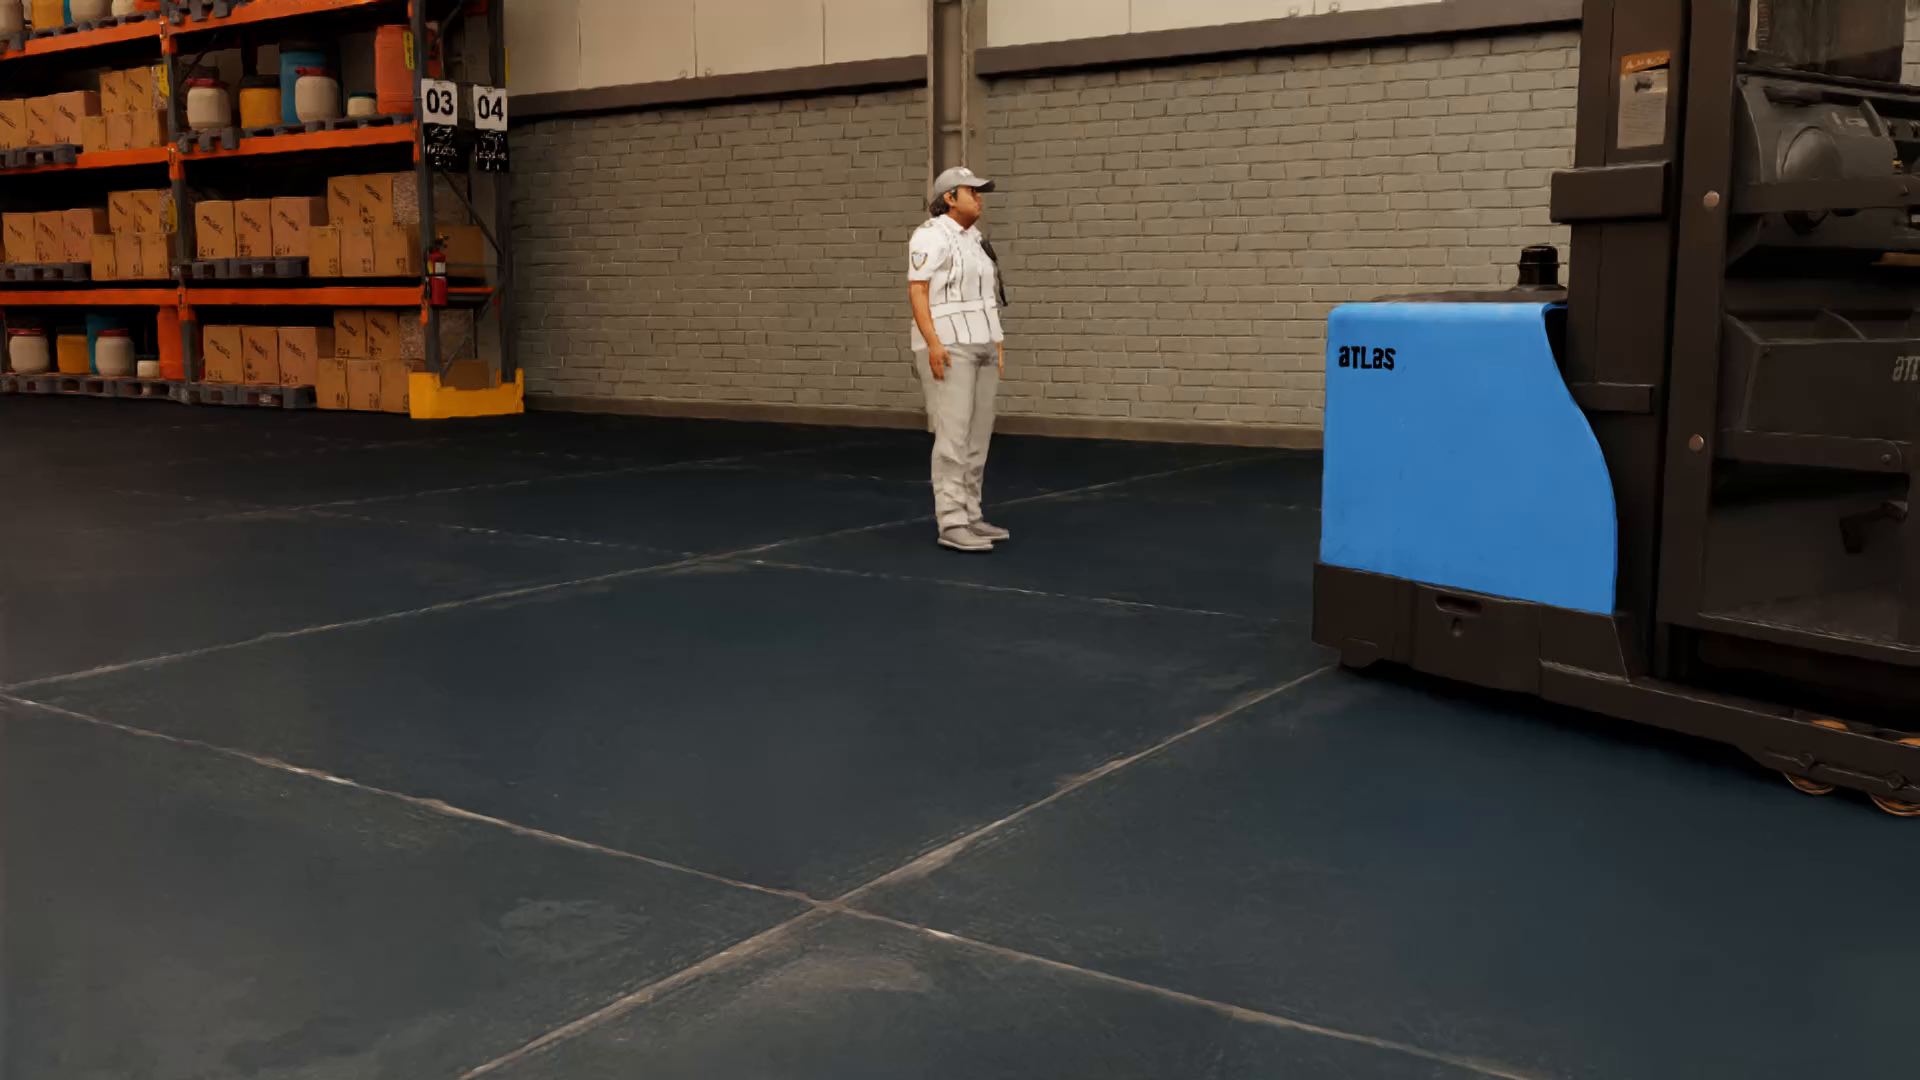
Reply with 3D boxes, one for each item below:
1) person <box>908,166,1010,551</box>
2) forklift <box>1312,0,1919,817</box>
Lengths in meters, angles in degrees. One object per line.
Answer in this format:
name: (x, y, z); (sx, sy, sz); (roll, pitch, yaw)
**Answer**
person: (0.051, -0.823, 7.424); (0.529, 1.669, 0.598); (5, 10, 34)
forklift: (2.276, -0.943, 3.825); (1.130, 2.935, 3.031); (-5, 10, -33)
